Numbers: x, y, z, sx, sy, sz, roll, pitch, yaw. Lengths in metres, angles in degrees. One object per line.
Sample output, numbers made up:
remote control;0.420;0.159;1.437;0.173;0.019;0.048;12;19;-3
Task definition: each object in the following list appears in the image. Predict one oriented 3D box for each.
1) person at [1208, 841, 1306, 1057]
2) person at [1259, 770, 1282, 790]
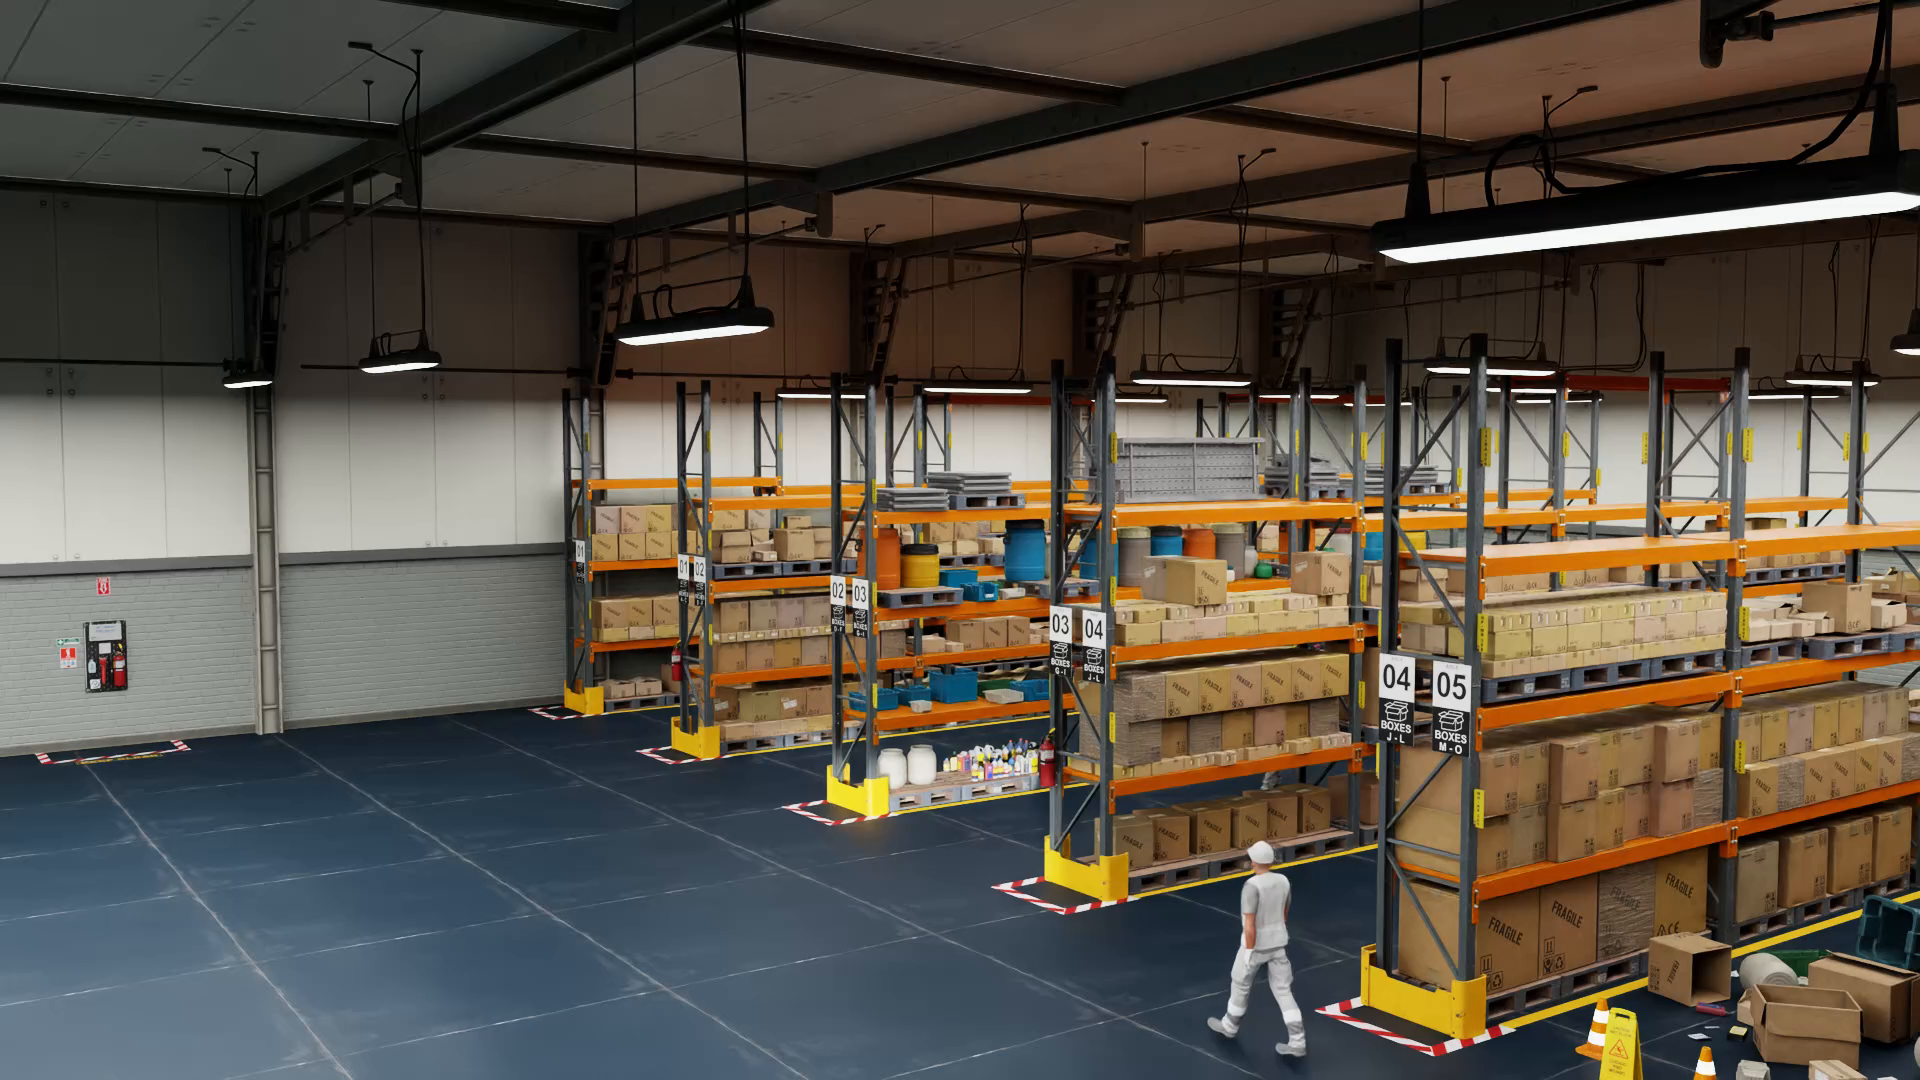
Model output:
person;2.515;3.386;13.946;0.572;1.748;1.014;-2;4;-26
person;4.452;2.741;24.129;0.650;1.794;0.580;-2;4;-25
